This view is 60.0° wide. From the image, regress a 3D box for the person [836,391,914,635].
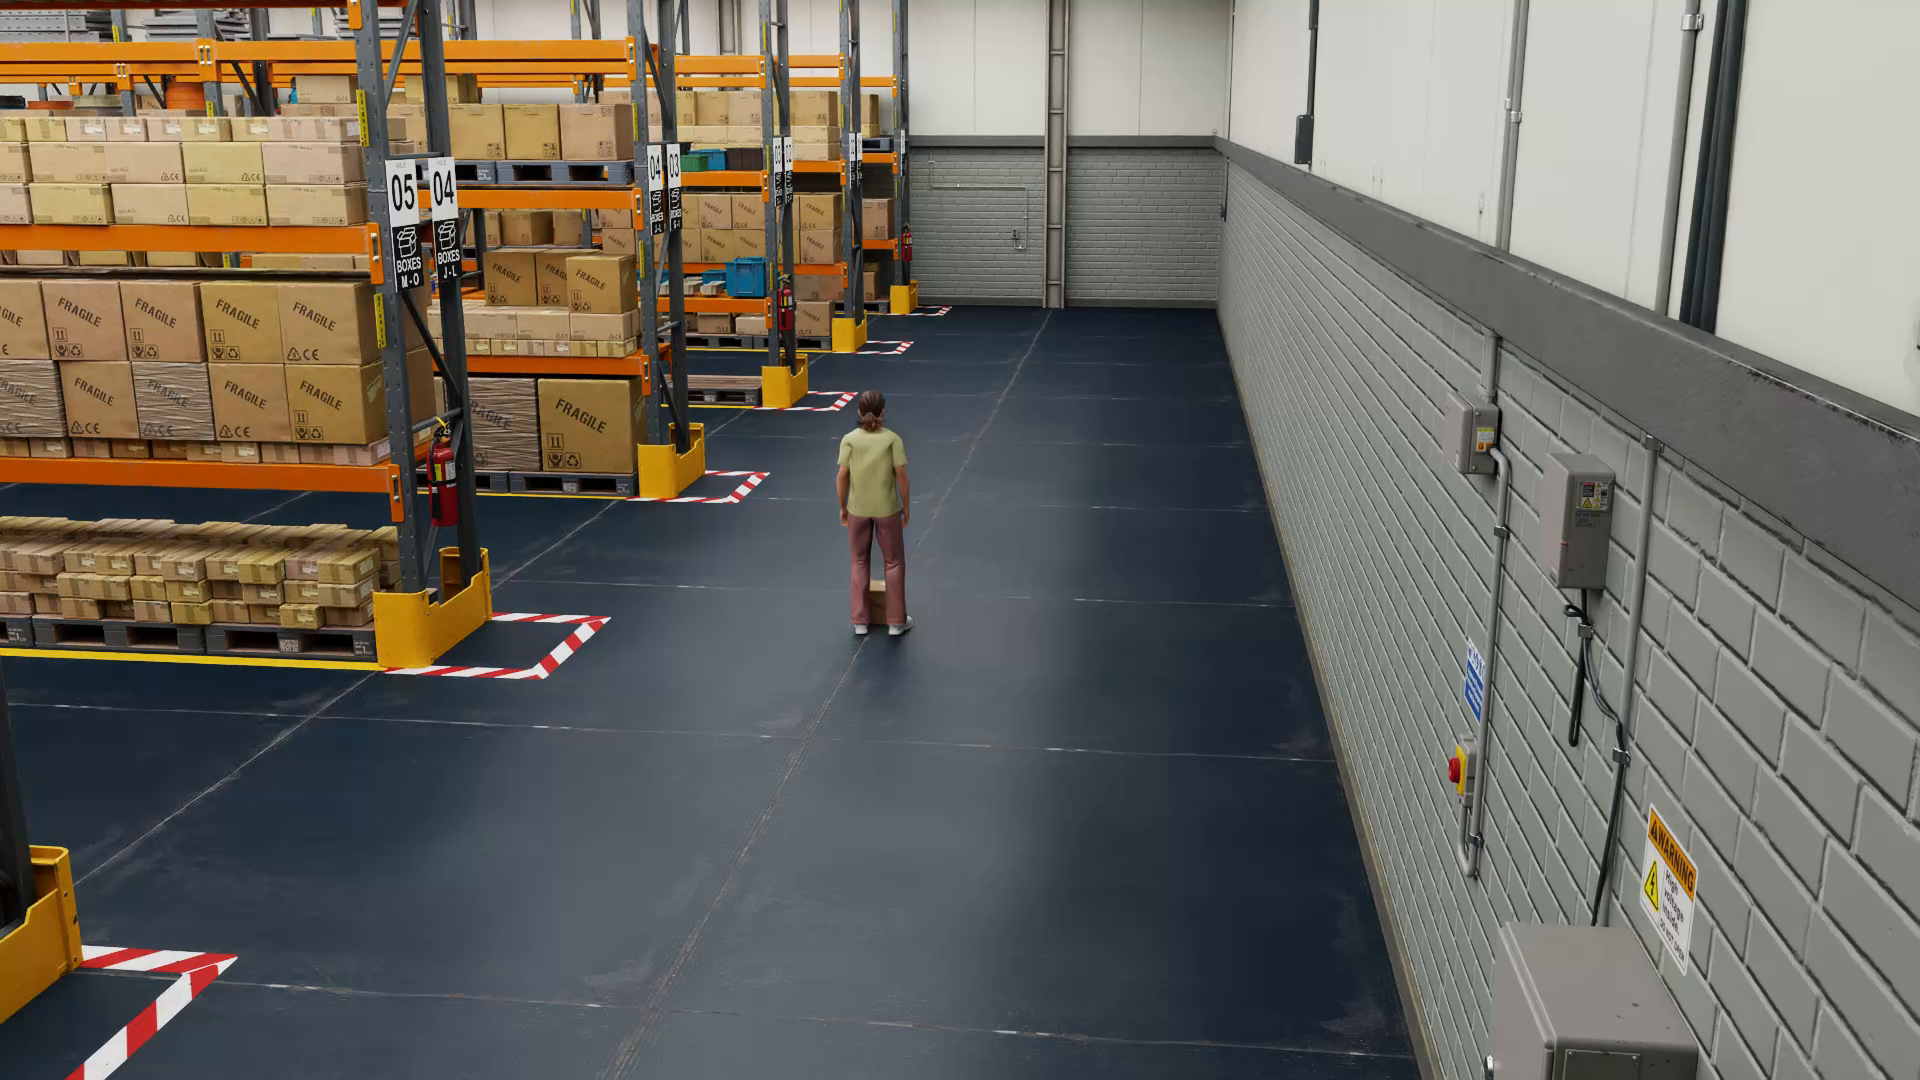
[{"bbox_3d":[-0.582,-0.183,11.316,0.497,1.672,0.359,1,14,4],"label":"person"}]
